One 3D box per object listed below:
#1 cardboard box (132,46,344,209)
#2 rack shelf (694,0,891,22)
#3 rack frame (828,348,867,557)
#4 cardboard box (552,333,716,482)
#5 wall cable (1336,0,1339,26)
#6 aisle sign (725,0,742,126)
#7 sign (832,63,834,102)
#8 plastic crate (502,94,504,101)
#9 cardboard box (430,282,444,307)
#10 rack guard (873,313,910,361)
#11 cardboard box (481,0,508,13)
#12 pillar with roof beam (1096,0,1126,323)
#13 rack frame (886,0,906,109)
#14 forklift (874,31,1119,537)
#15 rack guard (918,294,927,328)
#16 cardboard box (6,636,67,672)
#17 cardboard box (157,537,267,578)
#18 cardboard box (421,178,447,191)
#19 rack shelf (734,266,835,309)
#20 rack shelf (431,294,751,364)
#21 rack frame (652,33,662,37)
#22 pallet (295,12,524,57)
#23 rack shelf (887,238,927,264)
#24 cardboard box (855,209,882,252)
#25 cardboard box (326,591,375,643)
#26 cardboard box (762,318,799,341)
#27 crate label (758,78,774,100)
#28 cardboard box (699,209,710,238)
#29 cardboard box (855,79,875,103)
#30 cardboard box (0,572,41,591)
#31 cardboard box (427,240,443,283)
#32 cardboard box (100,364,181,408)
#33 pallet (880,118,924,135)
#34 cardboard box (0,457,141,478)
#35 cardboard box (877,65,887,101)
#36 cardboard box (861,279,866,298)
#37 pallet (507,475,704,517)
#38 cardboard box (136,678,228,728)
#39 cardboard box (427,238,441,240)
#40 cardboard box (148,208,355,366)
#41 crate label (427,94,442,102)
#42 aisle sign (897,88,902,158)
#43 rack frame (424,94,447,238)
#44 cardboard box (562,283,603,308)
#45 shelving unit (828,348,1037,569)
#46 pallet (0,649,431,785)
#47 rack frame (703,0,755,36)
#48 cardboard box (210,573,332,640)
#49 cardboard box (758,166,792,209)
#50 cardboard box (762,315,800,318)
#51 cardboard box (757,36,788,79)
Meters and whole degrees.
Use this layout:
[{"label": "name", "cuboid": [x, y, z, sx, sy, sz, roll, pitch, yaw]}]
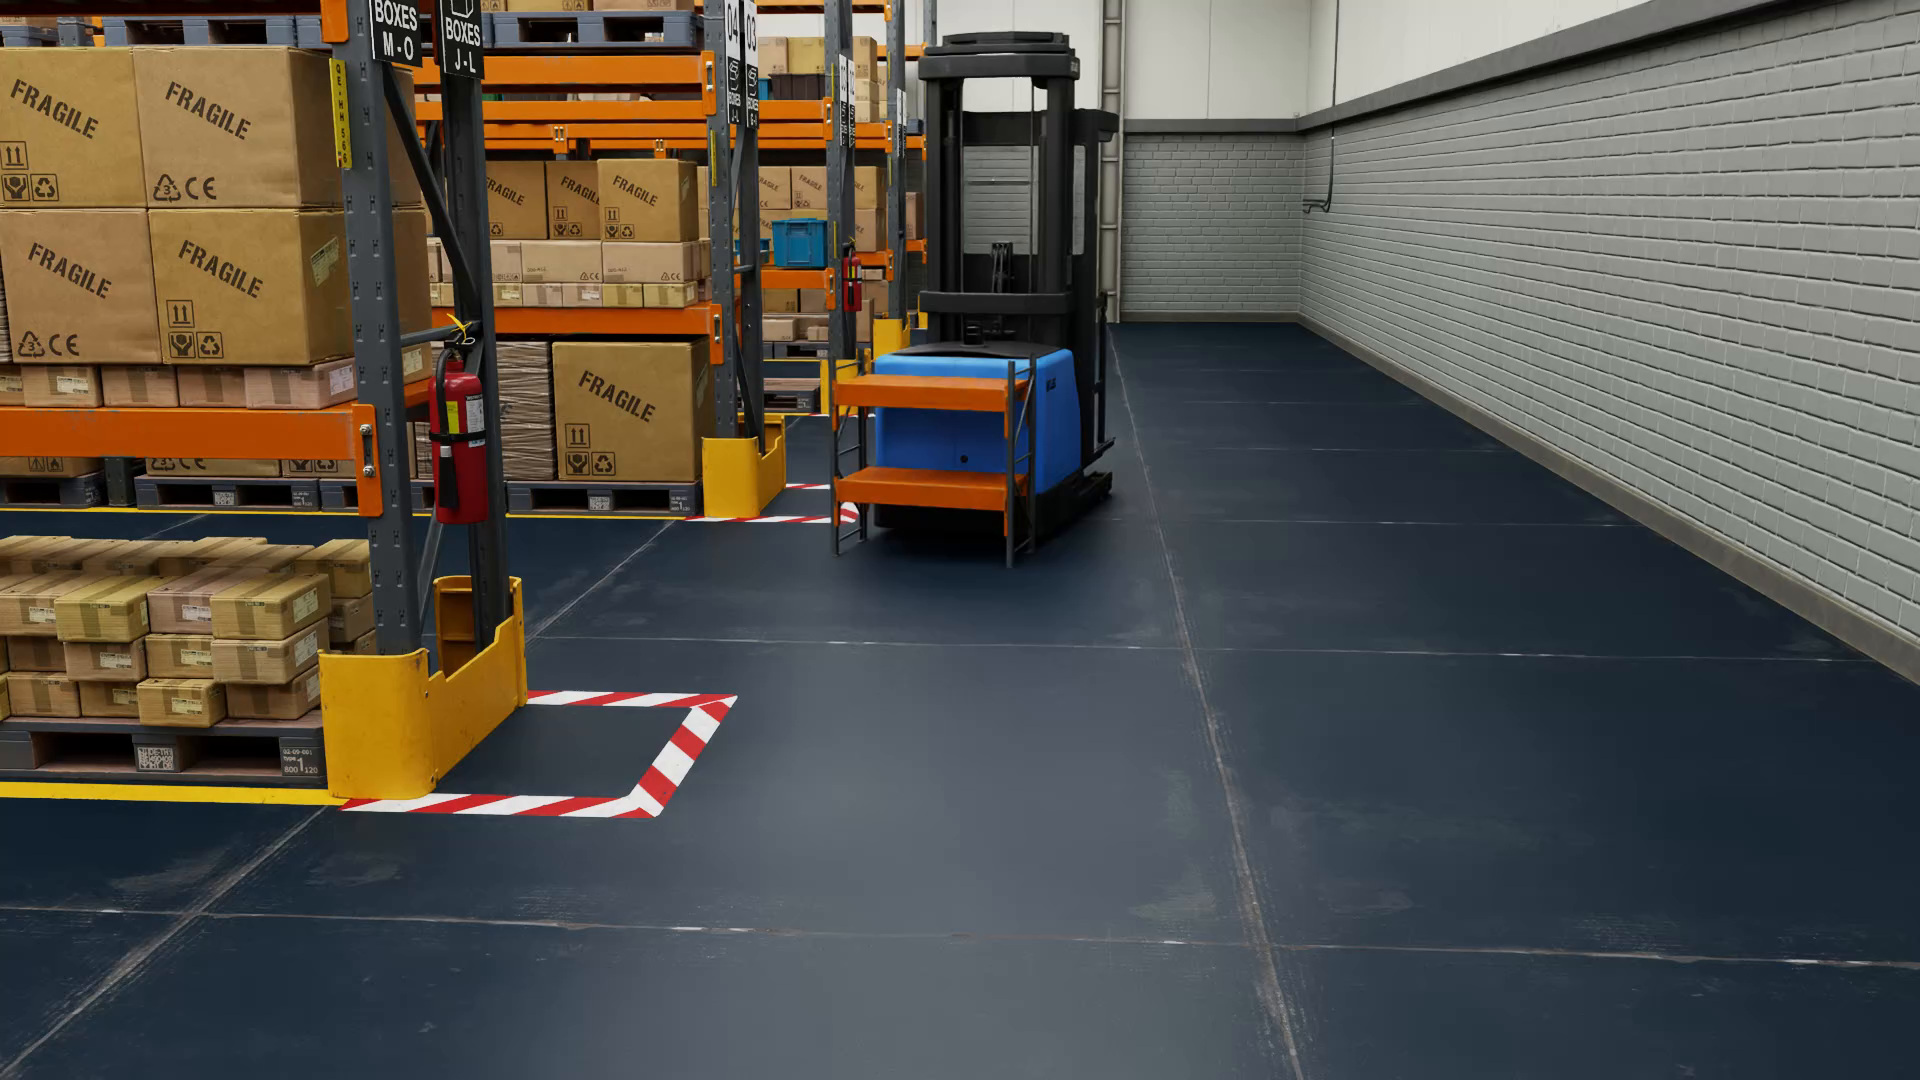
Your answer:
[{"label": "cardboard box", "cuboid": [-2.338, -1.353, 5.498, 0.500, 0.500, 0.500, 1, 12, 3]}, {"label": "rack shelf", "cuboid": [-2.762, -6.359, 19.956, 4.000, 0.370, 1.077, 1, 12, 4]}, {"label": "rack frame", "cuboid": [-0.633, -0.503, 9.426, 0.032, 1.125, 0.500, 4, 12, 17]}, {"label": "cardboard box", "cuboid": [-2.076, -0.884, 10.829, 0.875, 0.875, 0.875, 1, 12, 4]}, {"label": "wall cable", "cuboid": [5.000, -7.947, 21.029, 0.112, 2.526, 3.097, 1, 12, 4]}, {"label": "aisle sign", "cuboid": [-1.380, -2.936, 10.127, 0.004, 0.787, 0.394, 1, 12, 4]}, {"label": "sign", "cuboid": [-1.122, -4.042, 14.694, 0.005, 0.325, 0.100, 1, 12, 4]}, {"label": "plastic crate", "cuboid": [-4.163, -4.231, 15.752, 0.300, 0.233, 0.416, 1, 12, 4]}, {"label": "cardboard box", "cuboid": [-3.335, -1.561, 10.519, 0.250, 0.149, 0.380, 1, 12, 5]}, {"label": "rack guard", "cuboid": [-0.842, -2.527, 20.627, 0.348, 0.500, 1.175, 1, 12, 4]}, {"label": "cardboard box", "cuboid": [-3.027, -3.523, 10.443, 0.500, 0.500, 0.700, 0, 12, 0]}, {"label": "pillar with roof beam", "cuboid": [2.025, -6.958, 21.053, 0.400, 9.000, 9.100, 1, 12, 4]}, {"label": "rack frame", "cuboid": [-0.766, -6.686, 19.751, 0.127, 3.000, 1.000, 1, 12, 4]}, {"label": "forklift", "cuboid": [0.395, -1.709, 10.780, 1.130, 2.935, 3.031, 3, 12, 16]}, {"label": "rack guard", "cuboid": [-0.415, -3.537, 25.458, 0.348, 0.500, 1.175, 1, 12, 4]}, {"label": "cardboard box", "cuboid": [-3.190, 0.350, 5.978, 0.250, 0.149, 0.380, 1, 12, 3]}, {"label": "cardboard box", "cuboid": [-2.890, 0.100, 6.450, 0.250, 0.149, 0.380, 1, 12, 4]}, {"label": "cardboard box", "cuboid": [-7.957, -5.383, 25.324, 0.500, 0.250, 0.500, 1, 12, 5]}, {"label": "rack shelf", "cuboid": [-3.097, -2.413, 15.733, 4.000, 0.370, 1.077, 1, 12, 4]}, {"label": "rack shelf", "cuboid": [-3.428, -1.401, 10.896, 4.000, 0.370, 1.077, 1, 12, 4]}, {"label": "rack frame", "cuboid": [-4.430, -7.752, 24.851, 0.127, 3.000, 1.000, 1, 12, 4]}, {"label": "pallet", "cuboid": [-3.394, -3.175, 10.509, 1.213, 0.211, 1.003, 1, 12, 4]}, {"label": "rack shelf", "cuboid": [-2.435, -4.437, 25.408, 4.000, 0.370, 1.077, 1, 12, 4]}, {"label": "cardboard box", "cuboid": [-1.232, -3.749, 20.119, 0.500, 0.500, 0.500, 1, 12, 5]}, {"label": "cardboard box", "cuboid": [-2.370, 0.271, 6.357, 0.250, 0.149, 0.380, 1, 12, 6]}, {"label": "cardboard box", "cuboid": [-2.271, -2.595, 20.488, 0.500, 0.250, 0.500, 1, 12, 4]}, {"label": "crate label", "cuboid": [-2.000, -4.211, 15.612, 0.502, 0.251, 0.408, 1, 12, 4]}, {"label": "cardboard box", "cuboid": [-3.257, -3.777, 20.252, 0.500, 0.500, 0.500, 1, 12, 3]}, {"label": "cardboard box", "cuboid": [-1.296, -5.344, 19.807, 0.500, 0.250, 0.500, 1, 12, 4]}, {"label": "cardboard box", "cuboid": [-3.449, 0.228, 5.836, 0.250, 0.149, 0.380, 1, 12, 6]}, {"label": "cardboard box", "cuboid": [-3.467, -1.770, 10.545, 0.500, 0.250, 0.500, 1, 12, 4]}, {"label": "cardboard box", "cuboid": [-2.705, -0.549, 5.679, 0.250, 0.149, 0.380, 1, 12, 3]}, {"label": "pallet", "cuboid": [-1.180, -6.194, 24.944, 1.213, 0.211, 1.003, 1, 12, 4]}, {"label": "cardboard box", "cuboid": [-6.063, -0.950, 11.150, 0.875, 0.875, 1.225, 1, 12, 4]}, {"label": "cardboard box", "cuboid": [-1.188, -6.732, 24.563, 0.500, 0.500, 0.500, 1, 12, 4]}, {"label": "cardboard box", "cuboid": [-1.644, -3.739, 25.397, 0.500, 0.500, 0.700, 1, 12, 4]}, {"label": "pallet", "cuboid": [-2.235, -0.356, 10.952, 1.213, 0.211, 1.003, 1, 12, 4]}, {"label": "cardboard box", "cuboid": [-2.667, 0.529, 5.851, 0.250, 0.149, 0.380, 1, 12, 5]}, {"label": "cardboard box", "cuboid": [-3.434, -1.879, 11.064, 0.500, 0.250, 0.500, 1, 12, 3]}, {"label": "cardboard box", "cuboid": [-2.330, -0.862, 5.591, 0.500, 0.500, 0.500, 1, 12, 5]}, {"label": "crate label", "cuboid": [-4.623, -4.066, 15.196, 0.466, 0.136, 0.293, 1, 12, 4]}, {"label": "aisle sign", "cuboid": [-0.719, -4.958, 19.796, 0.004, 0.787, 0.394, 1, 12, 4]}, {"label": "rack frame", "cuboid": [-5.092, -2.792, 15.790, 0.127, 3.000, 1.000, 1, 12, 4]}, {"label": "cardboard box", "cuboid": [-2.321, -1.547, 10.451, 0.250, 0.149, 0.380, 1, 12, 4]}, {"label": "shelving unit", "cuboid": [-0.147, -0.473, 9.280, 1.048, 1.125, 0.538, 4, 12, 17]}, {"label": "pallet", "cuboid": [-2.748, 0.632, 6.232, 1.213, 0.211, 1.003, 1, 12, 4]}, {"label": "rack frame", "cuboid": [-1.432, -4.662, 10.077, 0.127, 3.000, 1.000, 1, 12, 4]}, {"label": "cardboard box", "cuboid": [-2.410, 0.230, 5.829, 0.250, 0.149, 0.380, 1, 12, 4]}, {"label": "cardboard box", "cuboid": [-2.251, -4.250, 20.075, 0.500, 0.500, 0.500, 1, 12, 5]}, {"label": "cardboard box", "cuboid": [-2.288, -2.698, 20.980, 0.500, 0.250, 0.500, 1, 12, 4]}, {"label": "cardboard box", "cuboid": [-2.279, -5.769, 20.007, 0.500, 0.500, 0.700, 1, 12, 4]}]
